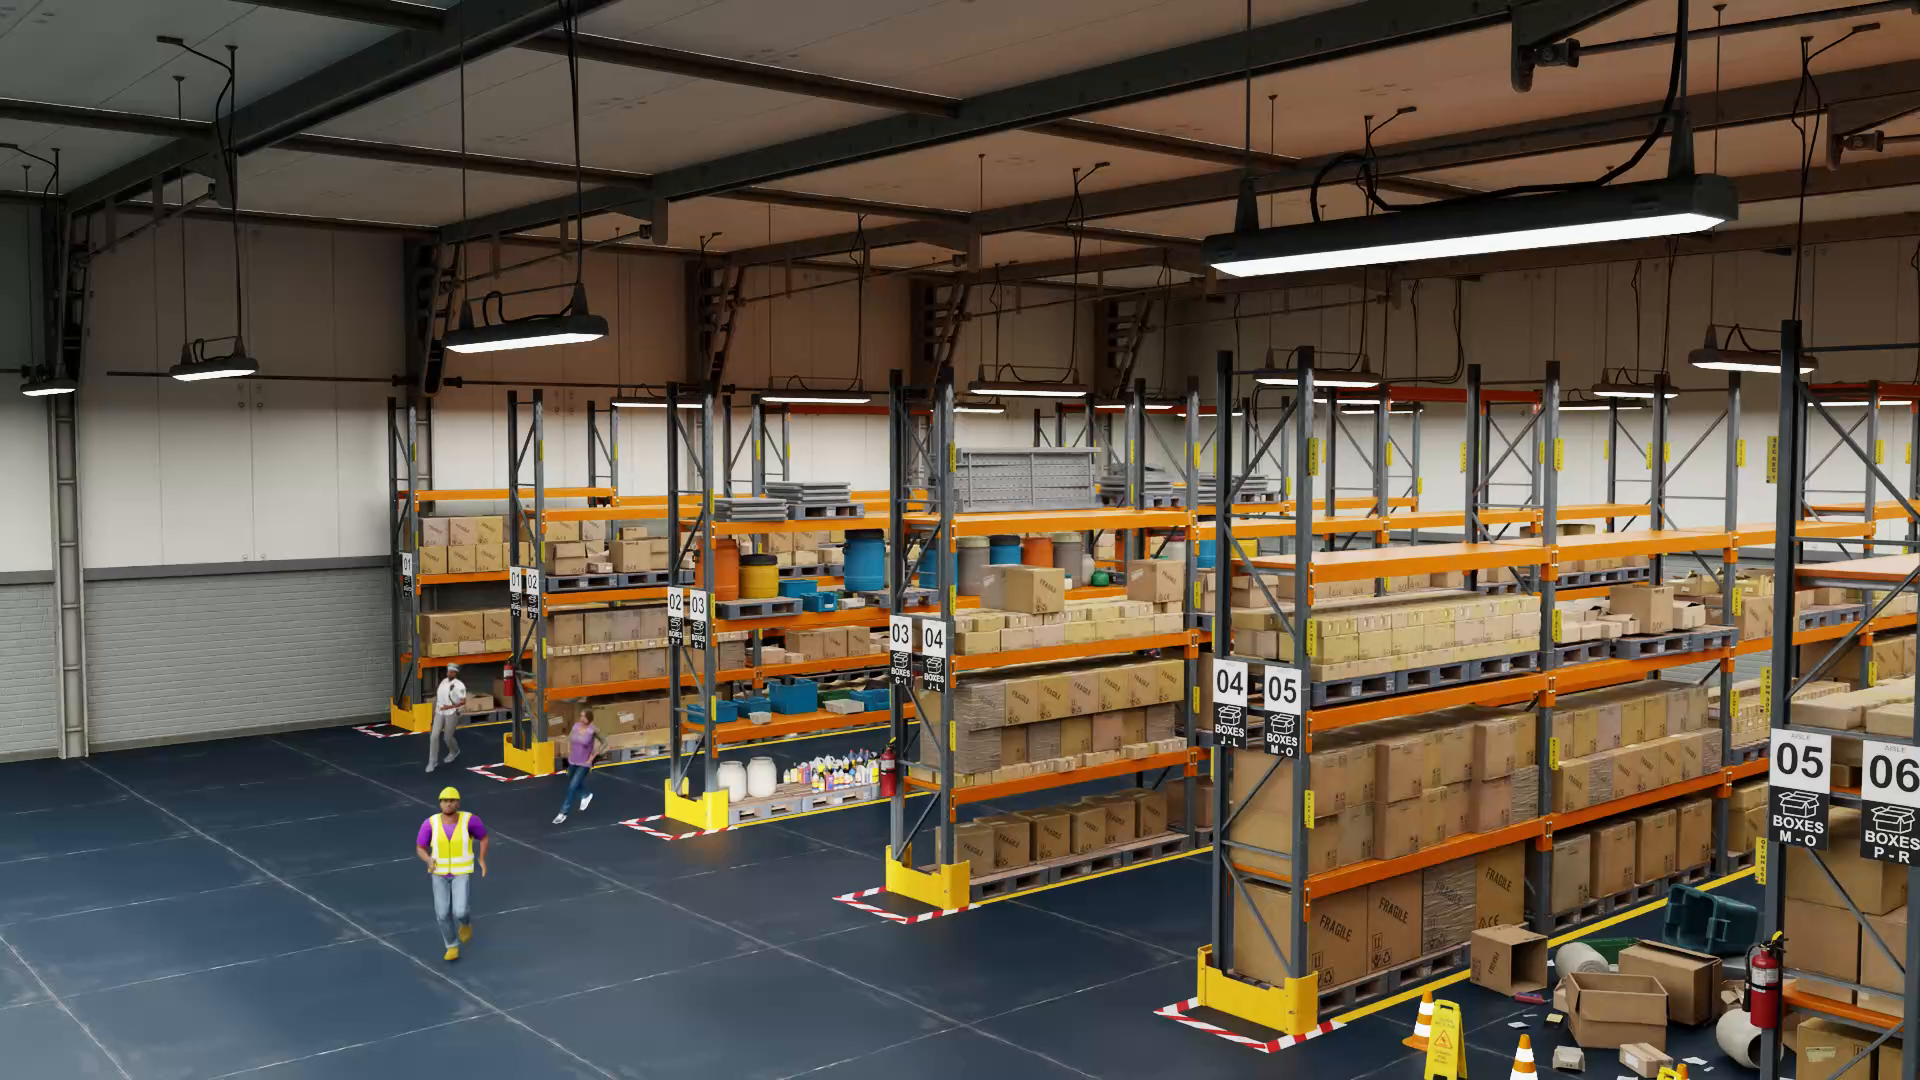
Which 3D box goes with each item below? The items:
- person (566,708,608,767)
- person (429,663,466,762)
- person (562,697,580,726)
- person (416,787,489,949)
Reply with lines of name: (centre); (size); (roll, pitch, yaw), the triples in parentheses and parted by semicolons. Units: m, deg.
person: (-5.149, 2.695, 22.648); (0.547, 0.815, 0.473); (1, 4, 22)
person: (-8.107, 2.721, 26.397); (0.609, 1.570, 0.701); (1, 3, 14)
person: (-6.776, 2.557, 28.979); (0.446, 1.664, 0.662); (3, 5, 43)
person: (-5.088, 3.302, 16.635); (0.700, 1.659, 0.536); (-1, 3, -11)
